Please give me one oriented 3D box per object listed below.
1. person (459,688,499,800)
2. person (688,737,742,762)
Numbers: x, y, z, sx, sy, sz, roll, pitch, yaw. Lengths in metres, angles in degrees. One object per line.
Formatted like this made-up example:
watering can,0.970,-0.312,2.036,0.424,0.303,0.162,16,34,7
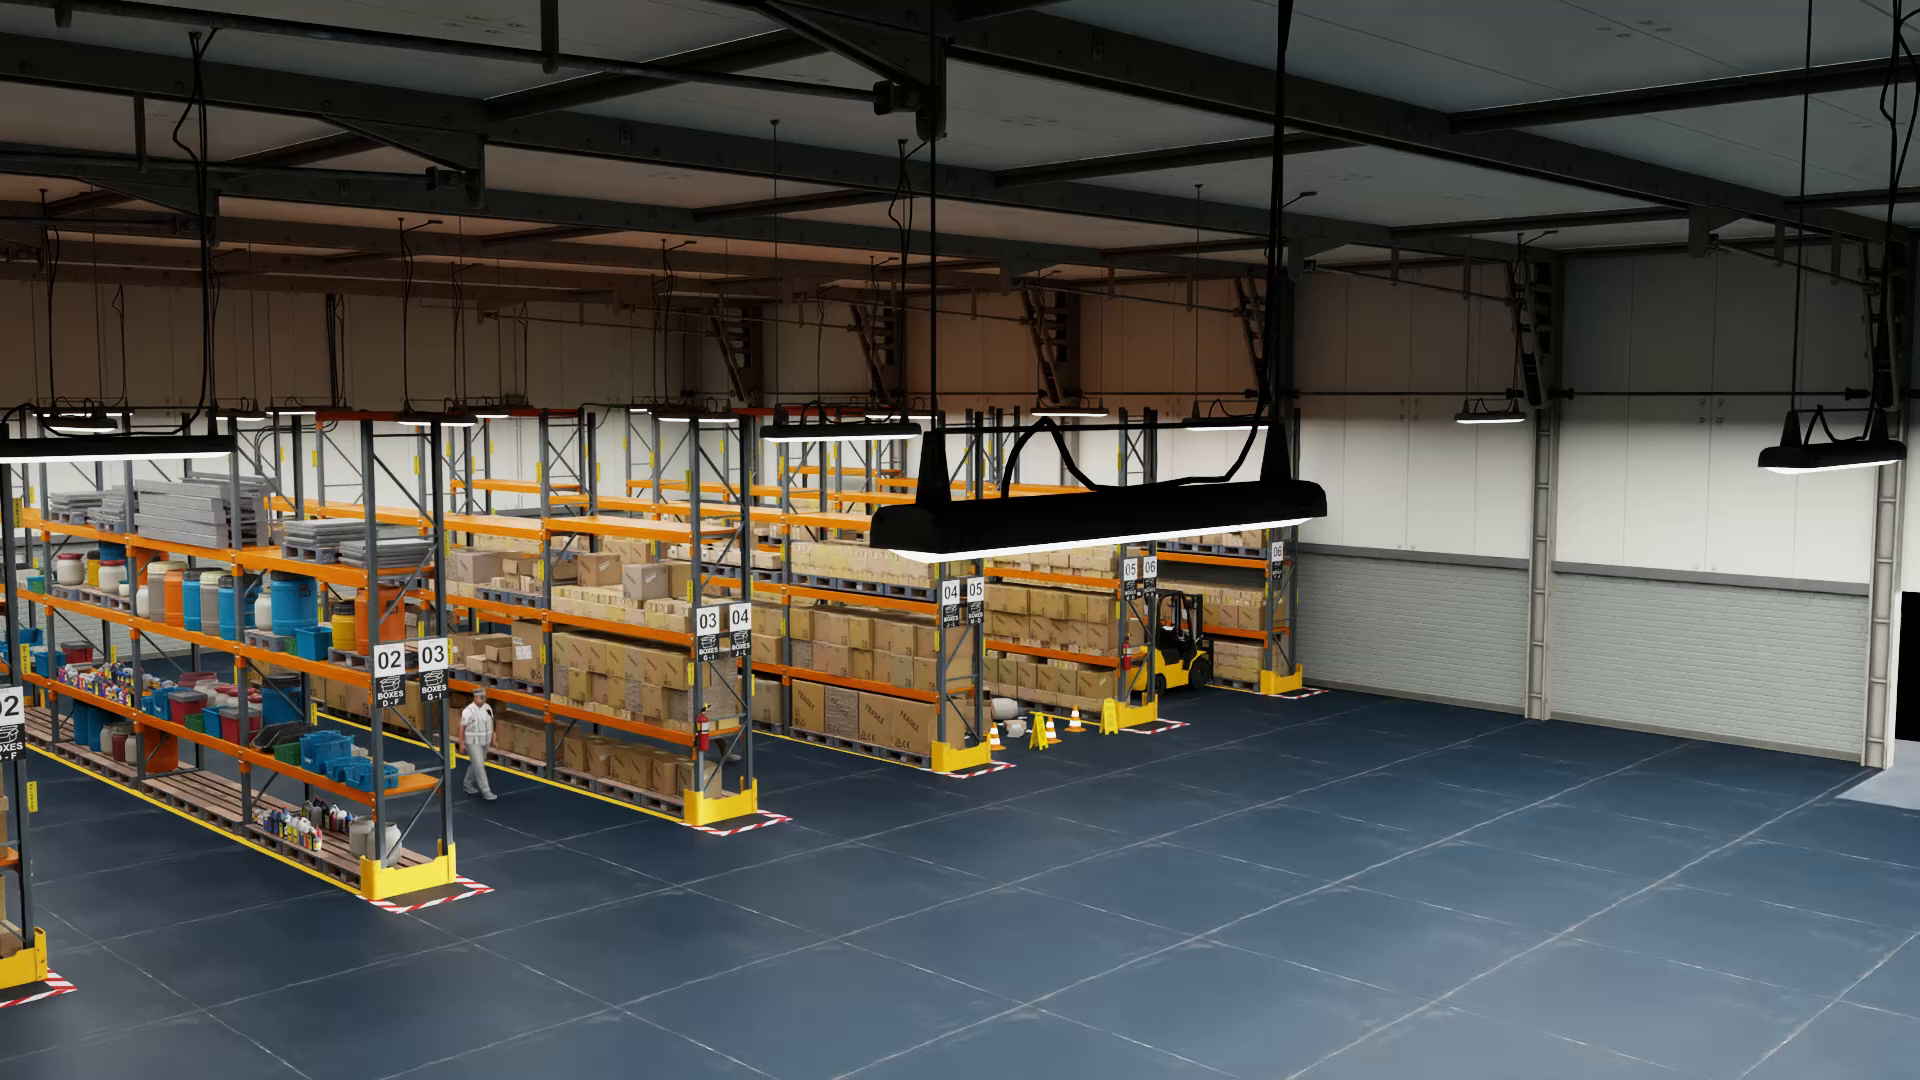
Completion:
person,-7.472,3.156,25.966,1.010,1.706,0.579,2,6,25
person,-4.191,2.923,28.548,1.119,1.715,0.612,1,5,13
